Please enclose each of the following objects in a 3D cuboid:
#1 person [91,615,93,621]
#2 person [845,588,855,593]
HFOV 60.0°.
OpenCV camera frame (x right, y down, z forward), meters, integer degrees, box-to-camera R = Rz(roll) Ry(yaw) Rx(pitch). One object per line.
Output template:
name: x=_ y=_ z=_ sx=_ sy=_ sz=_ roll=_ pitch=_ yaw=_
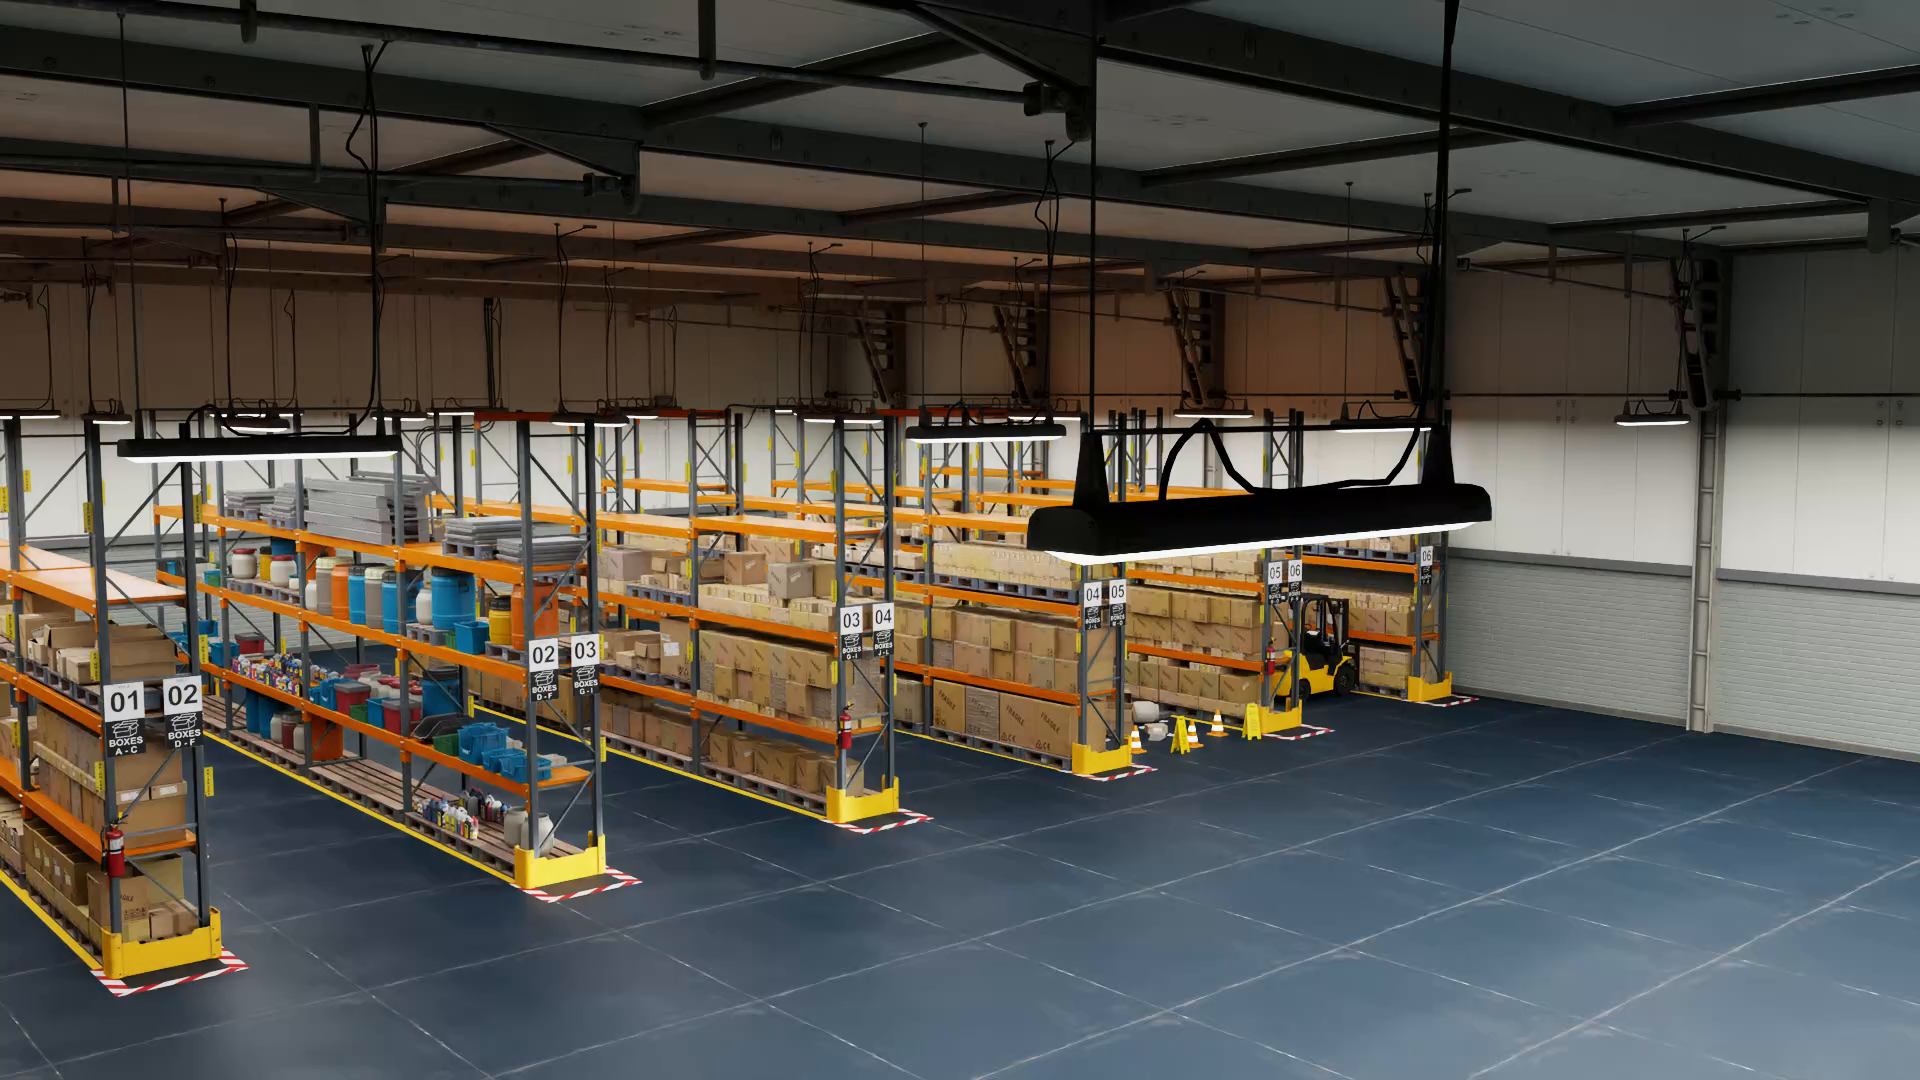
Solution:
person: x=-17.899 y=2.392 z=34.633 sx=0.648 sy=1.738 sz=0.974 roll=-4 pitch=7 yaw=-40
person: x=-2.599 y=2.019 z=39.087 sx=0.597 sy=1.769 sz=0.402 roll=3 pitch=6 yaw=31
